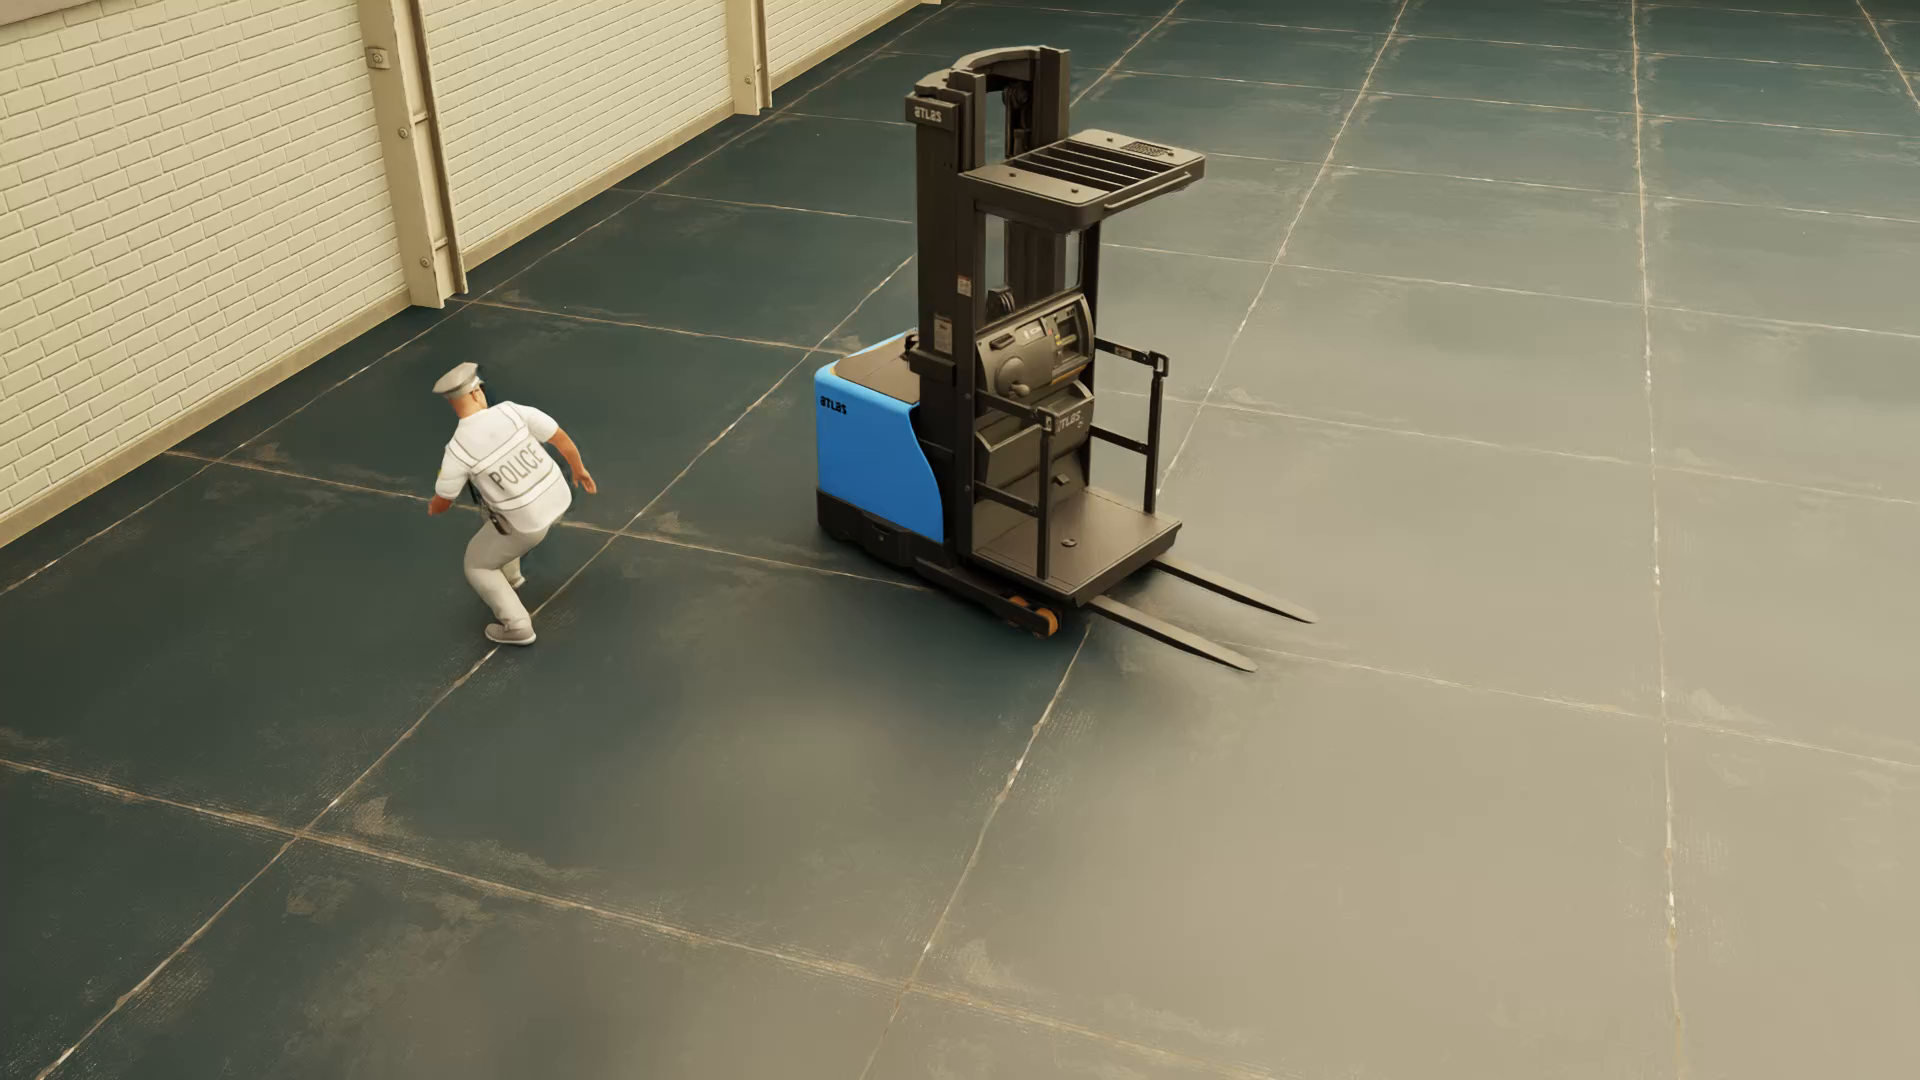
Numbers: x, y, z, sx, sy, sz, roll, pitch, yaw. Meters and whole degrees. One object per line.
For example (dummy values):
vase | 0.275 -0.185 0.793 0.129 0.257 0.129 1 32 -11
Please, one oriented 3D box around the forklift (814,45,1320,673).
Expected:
forklift | 0.572 -1.026 8.935 3.031 2.935 1.130 23 37 35

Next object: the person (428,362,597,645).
person | -2.484 -0.246 8.993 0.760 1.558 0.774 17 34 27
